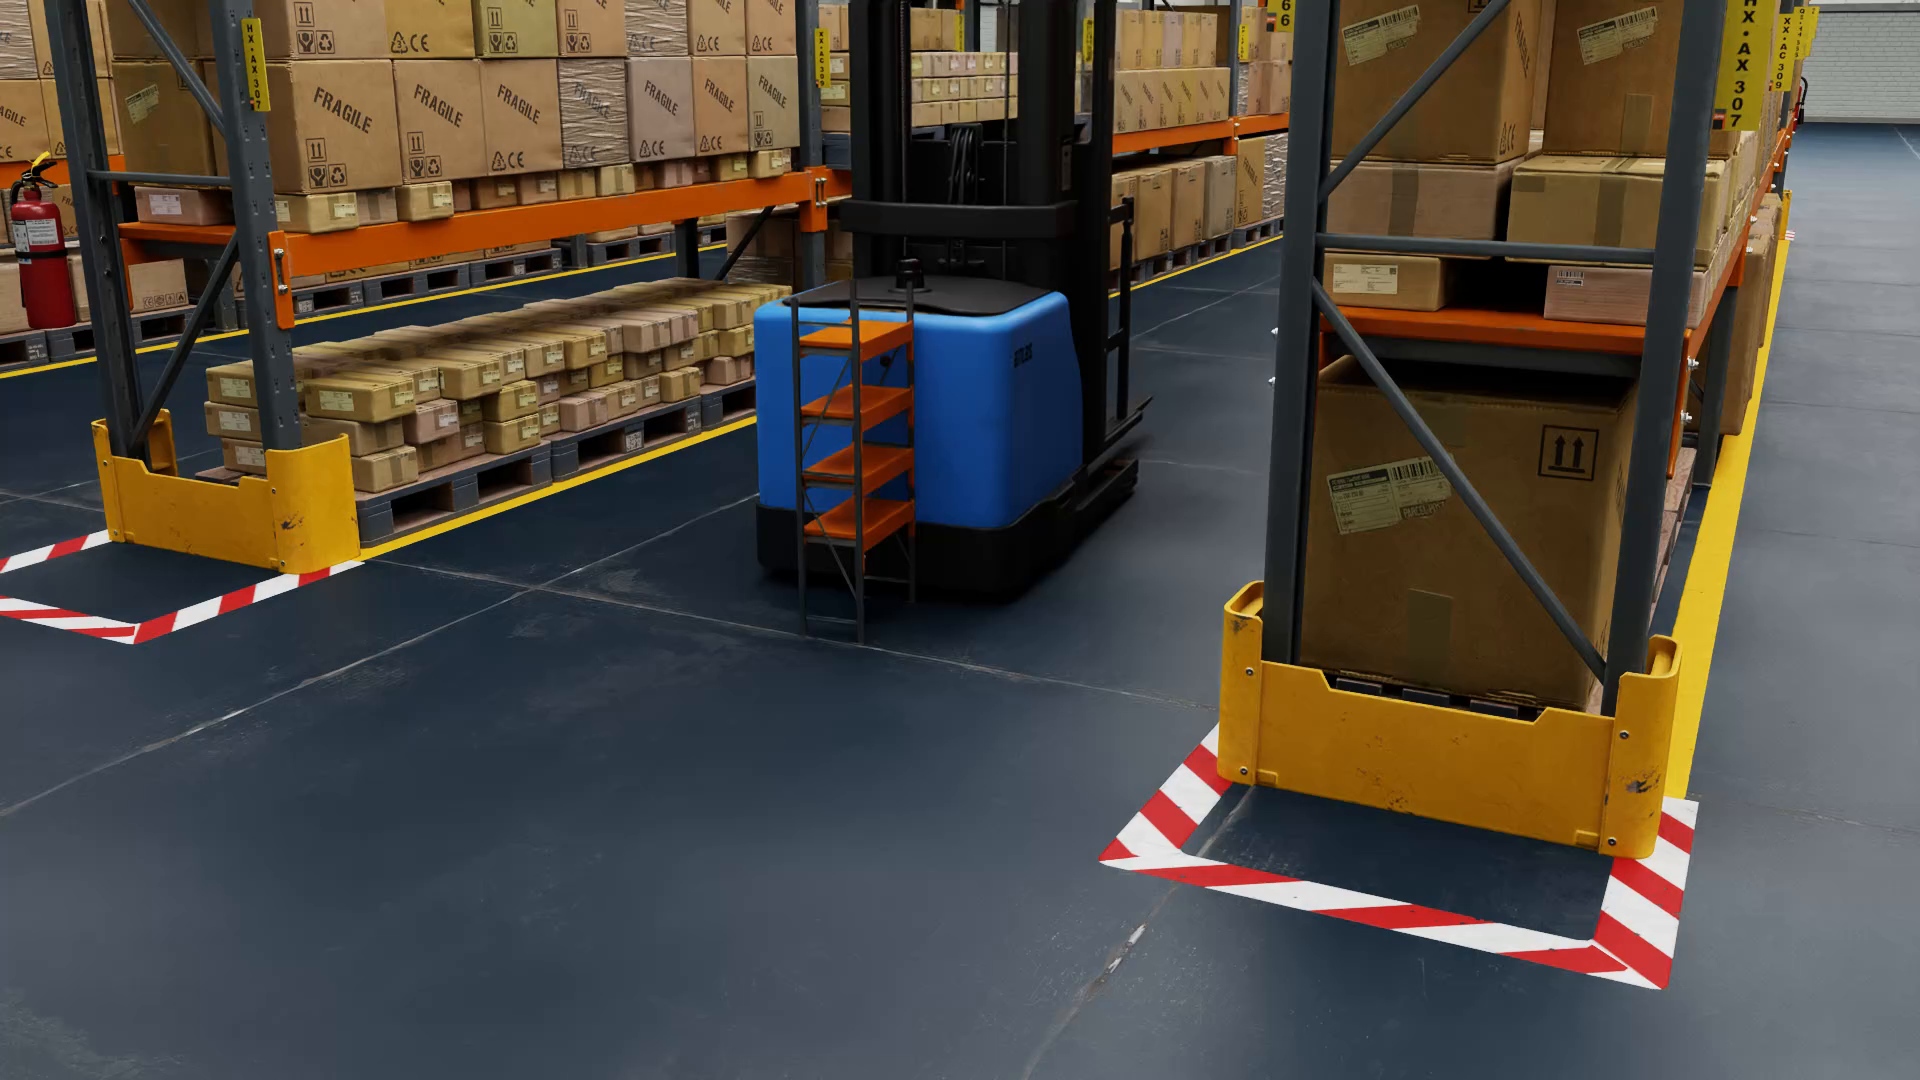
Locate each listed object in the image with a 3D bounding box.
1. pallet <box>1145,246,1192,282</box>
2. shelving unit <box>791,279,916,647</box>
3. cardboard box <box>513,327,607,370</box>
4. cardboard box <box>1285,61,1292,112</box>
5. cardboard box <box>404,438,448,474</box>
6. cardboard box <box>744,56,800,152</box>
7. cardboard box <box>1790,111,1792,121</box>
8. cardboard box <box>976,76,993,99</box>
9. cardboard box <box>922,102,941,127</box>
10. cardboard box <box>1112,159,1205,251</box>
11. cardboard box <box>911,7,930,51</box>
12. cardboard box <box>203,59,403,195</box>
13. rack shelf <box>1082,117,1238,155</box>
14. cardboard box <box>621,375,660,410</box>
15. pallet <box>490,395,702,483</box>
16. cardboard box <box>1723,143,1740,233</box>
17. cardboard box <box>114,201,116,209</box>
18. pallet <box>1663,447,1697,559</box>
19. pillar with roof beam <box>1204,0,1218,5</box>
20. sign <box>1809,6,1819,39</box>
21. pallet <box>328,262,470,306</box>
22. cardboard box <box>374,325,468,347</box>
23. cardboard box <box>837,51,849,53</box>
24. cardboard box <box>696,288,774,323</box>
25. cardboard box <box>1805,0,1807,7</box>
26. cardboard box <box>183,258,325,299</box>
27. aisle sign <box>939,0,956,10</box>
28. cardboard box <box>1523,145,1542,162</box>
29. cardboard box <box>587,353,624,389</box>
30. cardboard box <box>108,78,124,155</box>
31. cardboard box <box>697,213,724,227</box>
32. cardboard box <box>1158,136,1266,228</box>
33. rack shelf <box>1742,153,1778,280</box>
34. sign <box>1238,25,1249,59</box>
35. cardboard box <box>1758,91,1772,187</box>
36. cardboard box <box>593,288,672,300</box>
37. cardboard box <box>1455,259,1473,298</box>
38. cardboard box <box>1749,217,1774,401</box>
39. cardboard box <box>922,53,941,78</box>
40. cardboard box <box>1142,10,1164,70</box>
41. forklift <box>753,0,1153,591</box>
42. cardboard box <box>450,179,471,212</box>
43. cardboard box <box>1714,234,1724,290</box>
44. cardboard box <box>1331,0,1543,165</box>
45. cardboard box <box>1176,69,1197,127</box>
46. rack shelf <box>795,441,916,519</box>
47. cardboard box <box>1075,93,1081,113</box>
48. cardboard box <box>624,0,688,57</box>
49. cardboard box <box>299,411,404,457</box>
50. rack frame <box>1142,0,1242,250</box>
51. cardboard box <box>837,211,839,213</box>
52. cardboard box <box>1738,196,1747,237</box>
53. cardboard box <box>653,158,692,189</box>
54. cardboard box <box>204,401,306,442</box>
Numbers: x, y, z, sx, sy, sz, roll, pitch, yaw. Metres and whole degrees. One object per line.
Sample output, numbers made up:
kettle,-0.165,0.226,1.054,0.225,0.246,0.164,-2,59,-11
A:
pallet,1.474,-2.594,15.388,1.003,0.211,1.213,8,18,25
shelving unit,-0.363,-0.283,5.871,0.258,1.200,0.503,6,18,19
cardboard box,-1.959,-0.940,8.147,0.380,0.149,0.250,8,19,26
cardboard box,3.169,-5.030,18.427,0.875,0.550,0.500,8,18,25
cardboard box,-2.503,-0.397,7.362,0.380,0.149,0.250,8,18,25
cardboard box,-1.243,-2.443,9.282,0.500,0.500,0.500,8,18,25
cardboard box,7.956,-4.197,16.326,0.380,0.149,0.250,8,18,25
cardboard box,0.005,-3.075,11.291,0.380,0.149,0.250,8,18,24
cardboard box,-0.345,-2.732,10.659,0.380,0.149,0.250,8,18,26
cardboard box,1.664,-3.157,15.600,1.050,0.750,0.750,8,18,25
cardboard box,-0.793,-6.313,20.557,0.700,0.500,0.500,8,18,25
cardboard box,-2.619,-1.662,6.655,0.500,0.500,0.500,9,19,28
rack shelf,1.401,-3.595,15.123,1.077,0.370,4.000,8,18,25
cardboard box,-1.789,-0.781,8.656,0.380,0.149,0.250,8,19,26
pallet,-2.092,-0.587,8.631,1.003,0.211,1.213,8,18,25
cardboard box,2.235,-1.155,5.386,0.500,0.250,0.500,7,18,24
cardboard box,-8.638,-3.407,16.878,0.500,0.500,0.500,8,18,25
pallet,2.703,-0.234,7.442,1.003,0.211,1.213,8,18,25
pillar with roof beam,11.306,-16.610,47.141,9.100,9.000,0.400,8,18,25
sign,8.962,-5.442,17.490,0.100,0.325,0.005,8,18,25
pallet,-4.932,-2.197,14.050,1.003,0.211,1.213,8,18,25
cardboard box,-2.649,-0.952,8.185,0.380,0.149,0.250,9,19,27
cardboard box,-1.529,-5.451,19.411,0.500,0.500,0.500,8,18,25
cardboard box,-1.284,-1.337,9.484,0.380,0.149,0.250,8,18,26
cardboard box,7.562,-4.799,15.460,0.500,0.500,0.500,8,18,25
cardboard box,-5.548,-2.366,12.717,0.875,0.875,0.875,9,19,27
aisle sign,-0.104,-7.297,21.758,0.394,0.787,0.004,8,18,25
cardboard box,1.531,-1.093,5.176,0.500,0.250,0.500,8,18,24
cardboard box,-1.941,-0.880,8.466,0.380,0.149,0.250,9,19,28
cardboard box,-5.732,-2.913,11.387,0.500,0.500,0.500,8,18,26
cardboard box,-3.038,-3.500,17.418,0.950,0.372,0.625,9,19,27
cardboard box,2.639,-3.783,17.488,0.875,0.875,0.875,8,19,26
rack shelf,4.006,-1.919,9.481,1.077,0.370,4.000,8,18,25
sign,2.785,-4.900,16.358,0.100,0.325,0.005,8,18,25
cardboard box,3.989,-2.143,8.797,0.500,0.500,0.500,8,18,24
cardboard box,-1.864,-1.337,9.481,0.380,0.149,0.250,8,18,25
cardboard box,1.304,-0.814,4.939,0.380,0.149,0.250,8,18,26
cardboard box,3.779,-1.331,9.230,1.225,0.875,0.875,7,18,23
cardboard box,-0.342,-3.019,10.580,0.380,0.149,0.250,8,18,25
cardboard box,1.397,-4.461,14.843,0.700,0.500,0.500,8,18,25
forklift,0.189,-1.593,7.241,1.130,2.935,3.031,6,18,19
cardboard box,-2.391,-1.528,7.343,0.380,0.149,0.250,9,19,28
cardboard box,2.122,-0.861,5.097,0.380,0.149,0.250,8,18,25
cardboard box,1.308,-1.323,4.636,0.500,0.500,0.500,8,18,26
cardboard box,1.849,-4.073,15.293,0.500,0.500,0.500,8,18,26
rack shelf,-0.363,-0.219,5.890,0.258,0.148,0.480,6,18,19
cardboard box,0.698,-3.327,12.661,0.380,0.149,0.250,8,19,26
cardboard box,-1.715,-2.666,8.278,0.500,0.500,0.500,9,19,27
cardboard box,-2.603,-0.471,7.088,0.380,0.149,0.250,9,19,28
rack frame,2.295,-4.449,16.736,1.000,3.000,0.127,8,18,25
cardboard box,-0.477,-2.064,11.042,0.500,0.250,0.500,9,19,27
cardboard box,2.810,-1.253,6.415,0.380,0.149,0.250,8,19,26
cardboard box,-1.620,-1.913,8.638,0.380,0.149,0.250,7,18,23
cardboard box,-3.086,-0.541,7.323,0.380,0.149,0.250,8,18,24
